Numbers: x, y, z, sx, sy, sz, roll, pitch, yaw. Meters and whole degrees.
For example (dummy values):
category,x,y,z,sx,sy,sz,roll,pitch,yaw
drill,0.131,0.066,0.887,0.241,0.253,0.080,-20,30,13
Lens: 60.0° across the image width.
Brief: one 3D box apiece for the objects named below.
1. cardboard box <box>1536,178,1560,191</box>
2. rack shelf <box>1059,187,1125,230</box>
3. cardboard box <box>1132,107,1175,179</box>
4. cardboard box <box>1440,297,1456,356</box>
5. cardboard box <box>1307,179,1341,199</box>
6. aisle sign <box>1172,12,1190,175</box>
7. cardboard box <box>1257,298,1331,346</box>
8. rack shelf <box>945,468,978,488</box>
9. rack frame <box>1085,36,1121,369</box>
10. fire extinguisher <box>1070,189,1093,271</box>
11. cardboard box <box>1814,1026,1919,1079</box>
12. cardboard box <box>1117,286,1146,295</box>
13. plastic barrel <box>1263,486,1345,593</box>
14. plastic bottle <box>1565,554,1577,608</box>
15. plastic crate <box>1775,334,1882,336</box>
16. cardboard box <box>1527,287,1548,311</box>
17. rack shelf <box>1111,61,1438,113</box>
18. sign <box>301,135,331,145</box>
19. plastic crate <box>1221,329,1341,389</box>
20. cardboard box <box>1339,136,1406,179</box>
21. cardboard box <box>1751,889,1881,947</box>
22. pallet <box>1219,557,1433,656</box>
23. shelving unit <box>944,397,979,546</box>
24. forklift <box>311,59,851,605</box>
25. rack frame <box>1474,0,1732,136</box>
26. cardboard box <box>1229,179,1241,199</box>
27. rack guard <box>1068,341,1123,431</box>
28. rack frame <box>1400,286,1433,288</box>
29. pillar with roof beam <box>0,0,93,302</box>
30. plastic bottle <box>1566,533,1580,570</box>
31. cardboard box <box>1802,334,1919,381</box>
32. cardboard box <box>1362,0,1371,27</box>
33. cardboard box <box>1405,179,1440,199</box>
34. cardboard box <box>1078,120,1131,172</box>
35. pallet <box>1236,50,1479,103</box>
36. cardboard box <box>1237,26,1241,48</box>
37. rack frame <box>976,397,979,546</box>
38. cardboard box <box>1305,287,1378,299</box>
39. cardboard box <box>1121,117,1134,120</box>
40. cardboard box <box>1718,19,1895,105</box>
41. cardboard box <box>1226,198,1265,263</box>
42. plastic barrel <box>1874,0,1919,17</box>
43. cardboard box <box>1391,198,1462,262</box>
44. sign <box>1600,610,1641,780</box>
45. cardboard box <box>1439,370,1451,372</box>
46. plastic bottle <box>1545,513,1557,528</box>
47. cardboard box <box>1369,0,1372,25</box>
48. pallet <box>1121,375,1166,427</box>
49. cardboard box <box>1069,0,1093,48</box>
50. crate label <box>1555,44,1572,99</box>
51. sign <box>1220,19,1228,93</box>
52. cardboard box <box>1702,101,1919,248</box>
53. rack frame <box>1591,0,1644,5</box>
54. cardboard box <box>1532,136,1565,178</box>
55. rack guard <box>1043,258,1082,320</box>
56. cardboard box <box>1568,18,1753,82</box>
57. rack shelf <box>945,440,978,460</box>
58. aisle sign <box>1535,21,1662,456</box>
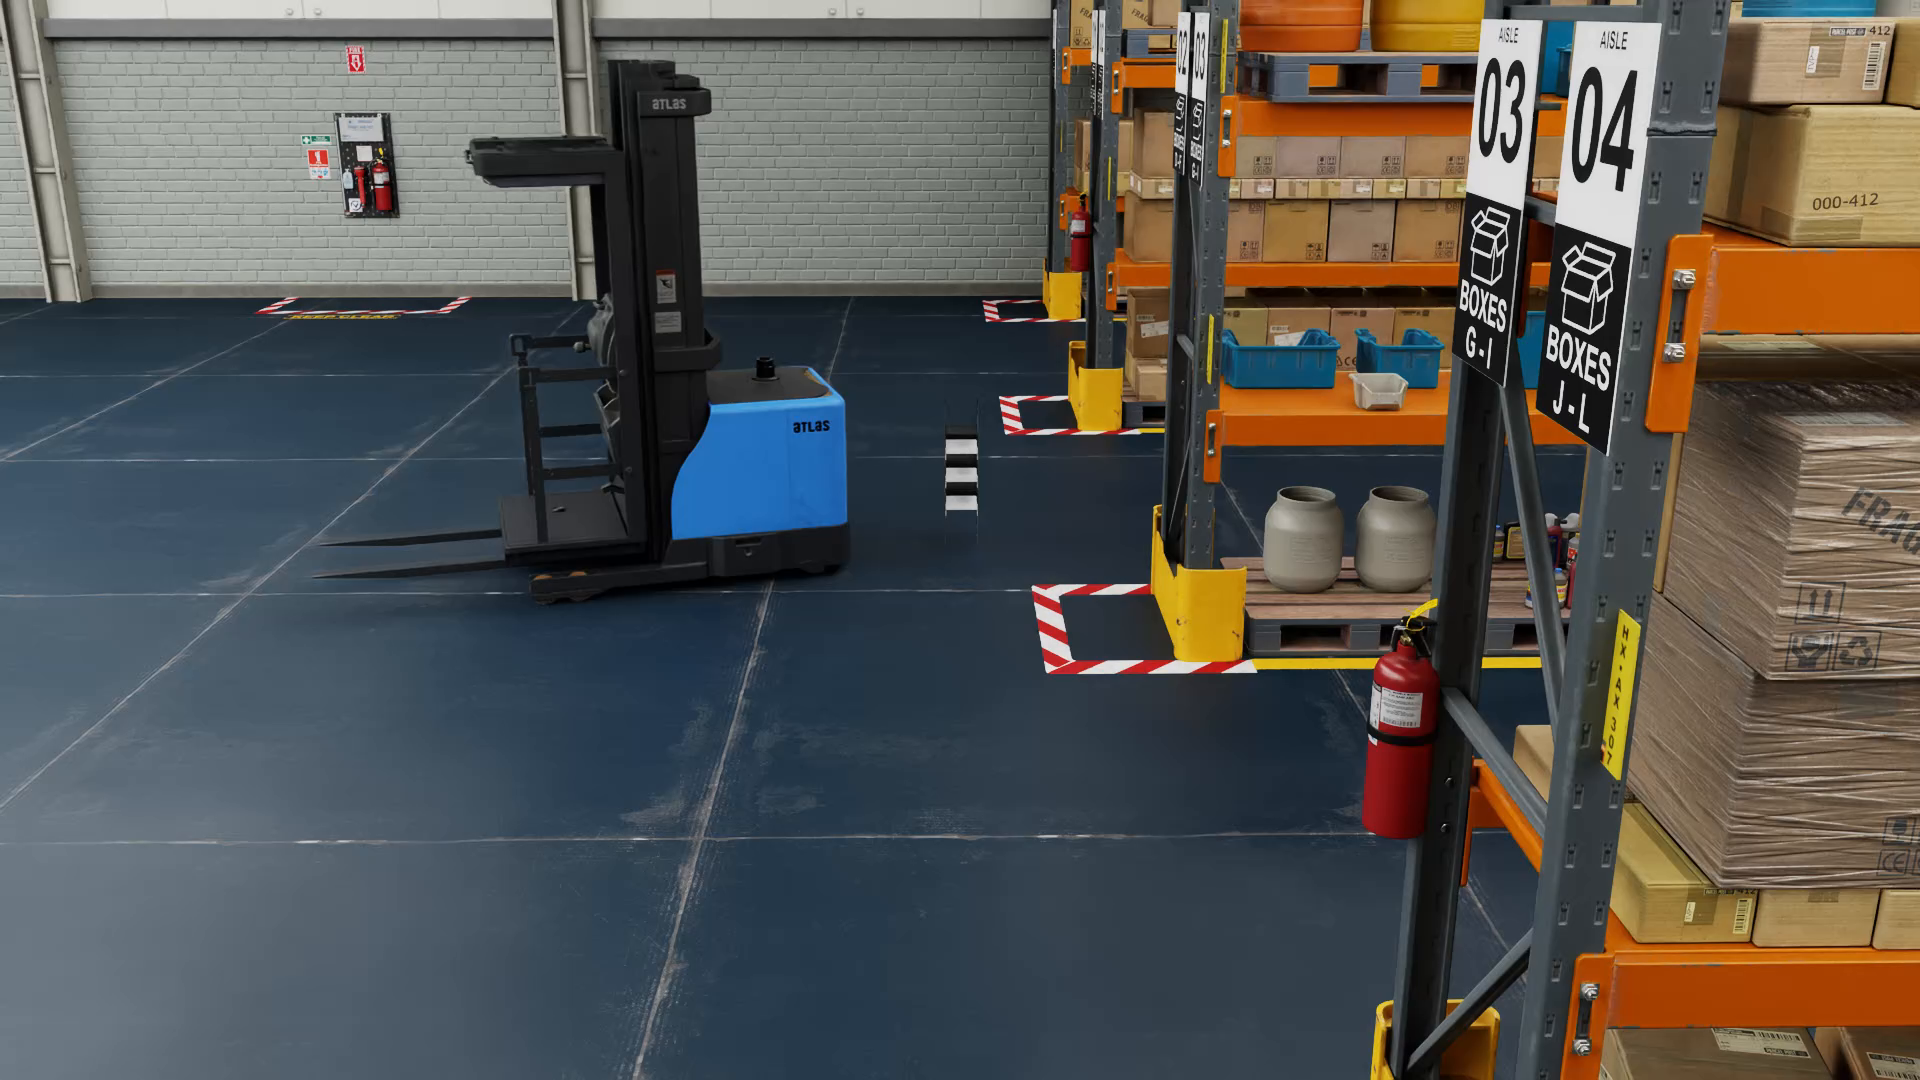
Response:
category,x,y,z,sx,sy,sz,roll,pitch,yaw
cardboard box,4.619,-2.783,13.087,0.250,0.149,0.380,-1,18,-2
rack shelf,3.053,-3.655,18.208,4.000,0.370,1.077,0,18,-1
cardboard box,1.655,-3.139,13.134,0.500,0.500,0.700,0,18,-1
cardboard box,4.174,-1.674,13.441,0.500,0.500,0.500,0,18,-1
cardboard box,2.819,-2.774,13.059,0.250,0.149,0.380,-1,18,-2
aisle sign,1.133,-2.290,8.520,0.004,0.787,0.394,0,18,-1
cardboard box,2.675,-1.666,13.418,0.500,0.500,0.500,0,18,-1
rack shelf,0.008,-0.397,10.420,0.200,0.077,0.258,0,18,-1
rack frame,1.135,-2.475,13.351,0.127,3.000,1.000,0,18,-1
fire extinguisher,1.010,-2.579,13.804,0.183,0.674,0.296,0,18,-1
cardboard box,2.510,1.530,4.272,0.500,0.500,0.500,4,18,14
cardboard box,1.747,-2.893,18.336,0.500,0.311,0.500,-2,18,-7
plastic barrel,1.867,-0.004,9.034,0.421,0.512,0.421,0,18,0
plastic bottle,3.254,0.213,8.700,0.133,0.283,0.061,0,18,0
plastic crate,4.684,-0.988,8.818,0.504,0.338,0.767,0,18,-1
cardboard box,4.666,-1.835,13.944,0.500,0.500,0.500,0,18,-1
rack shelf,3.135,-3.570,13.033,4.000,0.370,1.077,0,18,-1
sign,-7.281,-4.521,18.806,0.331,0.109,0.001,0,18,-1
plastic crate,1.705,-0.985,8.950,0.616,0.251,0.499,0,18,-1
cardboard box,3.186,-3.148,13.163,0.500,0.500,0.700,0,18,-1
cardboard box,1.827,0.747,3.721,0.250,0.149,0.380,0,18,-1
pallet,2.097,0.349,9.114,1.213,0.211,1.003,0,18,-1
shelving unit,0.008,-0.429,10.410,0.210,0.900,0.258,0,18,-1
forklift,-2.230,-1.211,9.523,3.031,2.935,1.130,-5,19,-16
rack frame,1.288,-2.306,3.003,0.127,3.000,1.000,0,18,-1
cardboard box,2.044,-2.770,13.047,0.250,0.149,0.380,0,18,-1
rack guard,1.111,-1.284,13.733,0.348,0.500,1.175,0,18,-1
rack frame,5.053,-4.007,18.128,0.127,3.000,1.000,0,18,-1
pillar with roof beam,-10.191,-5.739,13.706,0.400,9.000,9.100,0,18,-1
plastic bottle,3.451,0.063,9.302,0.097,0.201,0.097,0,18,0
cardboard box,2.334,-0.197,3.963,0.500,0.500,0.500,0,18,-1
cardboard box,2.800,-4.142,12.557,0.500,0.500,0.500,0,18,-1
cardboard box,3.597,-2.778,13.071,0.250,0.149,0.380,0,18,1
cardboard box,1.535,-4.193,17.694,0.500,0.500,0.500,0,18,-1
pallet,2.038,-2.274,8.125,1.213,0.211,1.003,0,18,-1
cardboard box,2.984,-5.403,17.372,0.500,0.500,0.500,1,18,3
rack frame,0.110,-0.429,10.412,0.006,0.900,0.240,0,18,-1
cardboard box,3.166,-1.827,13.919,0.500,0.500,0.500,0,18,-1
cardboard box,2.025,-4.349,18.181,0.500,0.500,0.500,0,18,0
cardboard box,1.567,-0.927,3.207,0.250,0.149,0.380,0,18,-1
cardboard box,2.127,-2.525,13.343,0.500,0.500,0.700,0,18,1
plastic barrel,4.776,-2.721,8.337,0.421,0.512,0.421,0,18,0
cardboard box,3.662,-2.532,13.366,0.500,0.500,0.700,0,18,0
sign,1.297,0.304,3.271,0.005,0.325,0.100,0,18,-1
cardboard box,3.675,-1.309,13.533,0.500,0.250,0.500,0,18,-1
plastic bottle,3.292,-0.010,9.407,0.135,0.276,0.152,0,18,0
cardboard box,3.486,-4.269,12.947,0.637,0.503,0.797,2,18,5
pallet,1.899,-1.163,13.829,1.213,0.211,1.003,0,18,-1
cardboard box,1.392,-5.398,17.358,0.500,0.500,0.500,0,18,1
crate label,3.086,-2.227,7.913,0.408,0.251,0.502,0,18,-1
sign,1.214,-2.226,7.652,0.005,0.325,0.100,0,18,-1
cardboard box,1.774,-0.729,3.246,0.500,0.250,0.500,0,18,1
rack frame,5.135,-5.351,12.495,0.127,3.000,1.000,0,18,-1
cardboard box,4.691,-3.155,13.185,0.500,0.500,0.700,0,18,-1
rack guard,1.129,-2.798,18.451,0.348,0.500,1.175,0,18,-1
cardboard box,1.561,-1.093,3.725,0.250,0.149,0.380,0,18,-1
rack shelf,0.008,-0.568,10.365,0.200,0.077,0.258,0,18,-1
aisle sign,1.231,-0.595,3.236,0.004,0.787,0.394,0,18,-1
